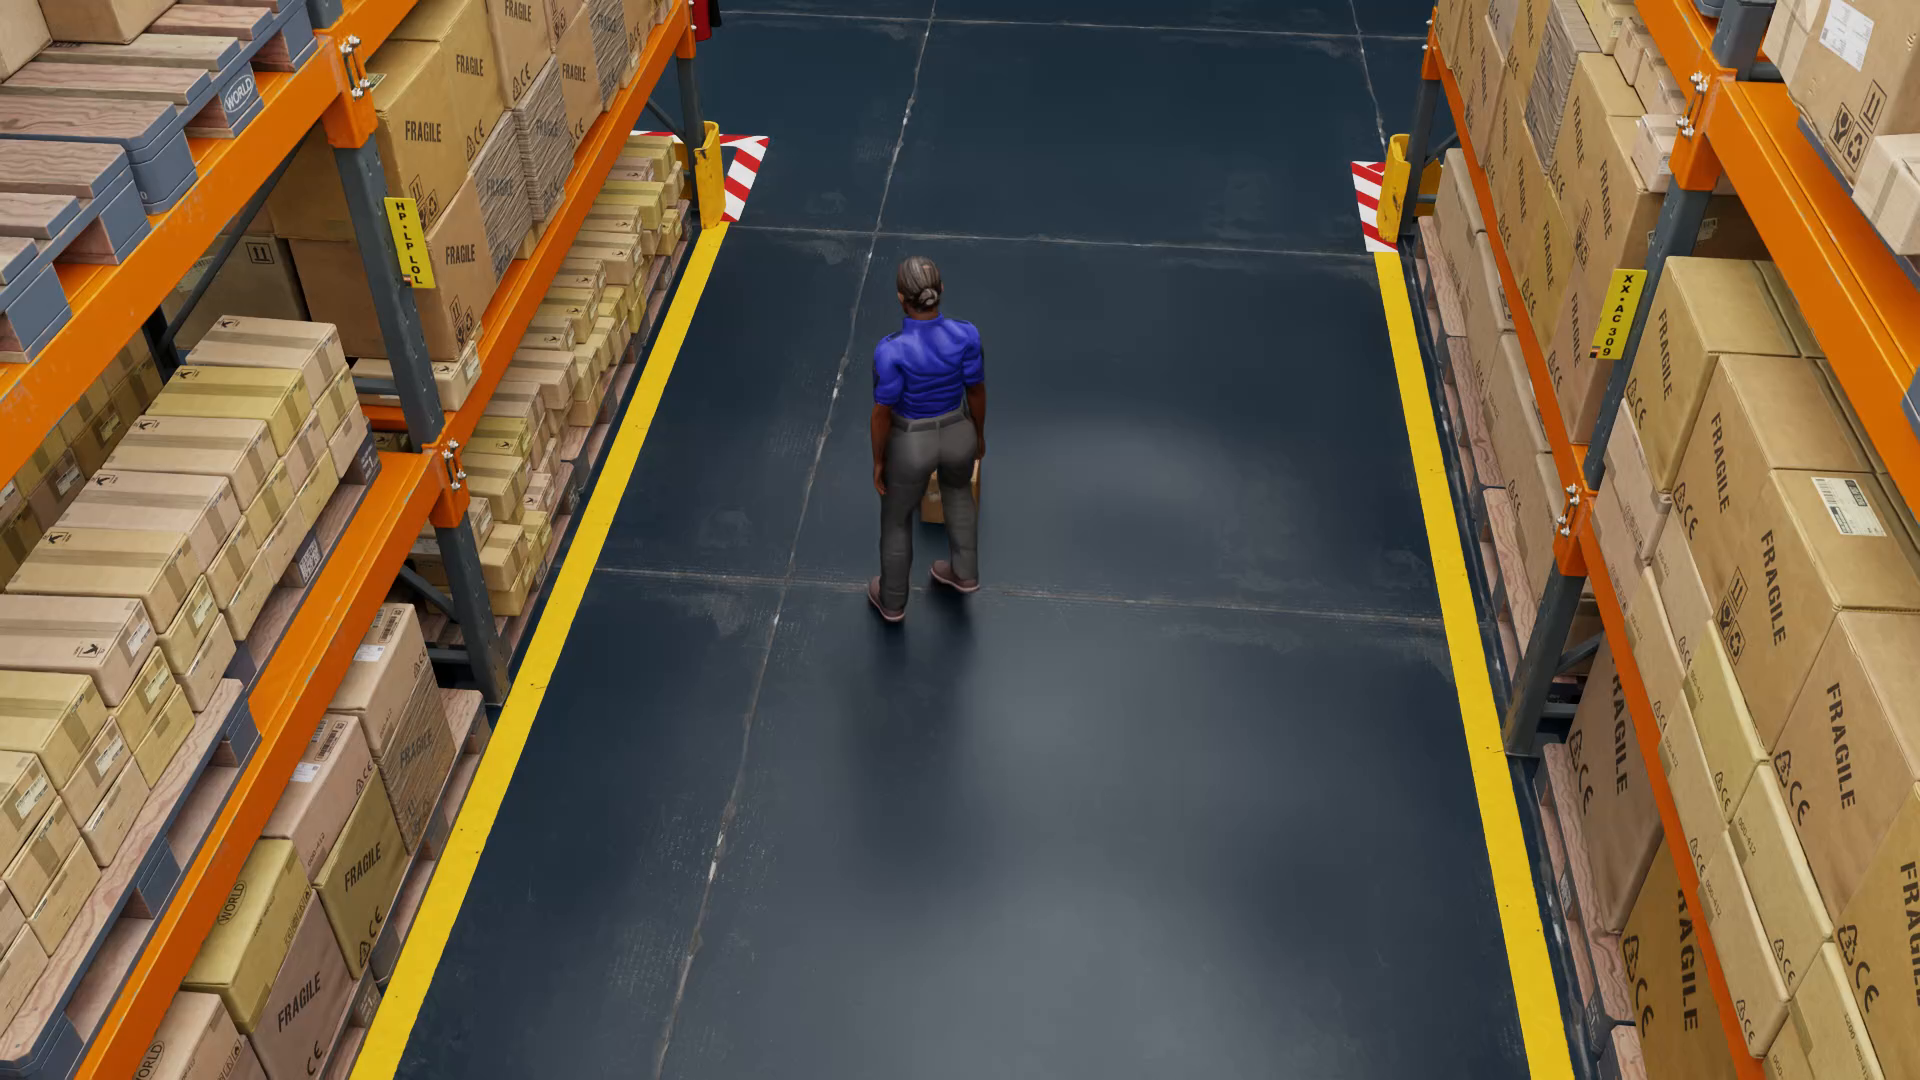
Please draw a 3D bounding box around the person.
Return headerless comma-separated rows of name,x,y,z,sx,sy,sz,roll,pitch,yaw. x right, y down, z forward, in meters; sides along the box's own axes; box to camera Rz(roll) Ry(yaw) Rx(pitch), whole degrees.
person,-0.135,-0.386,6.586,0.489,1.656,0.369,-13,42,-15
